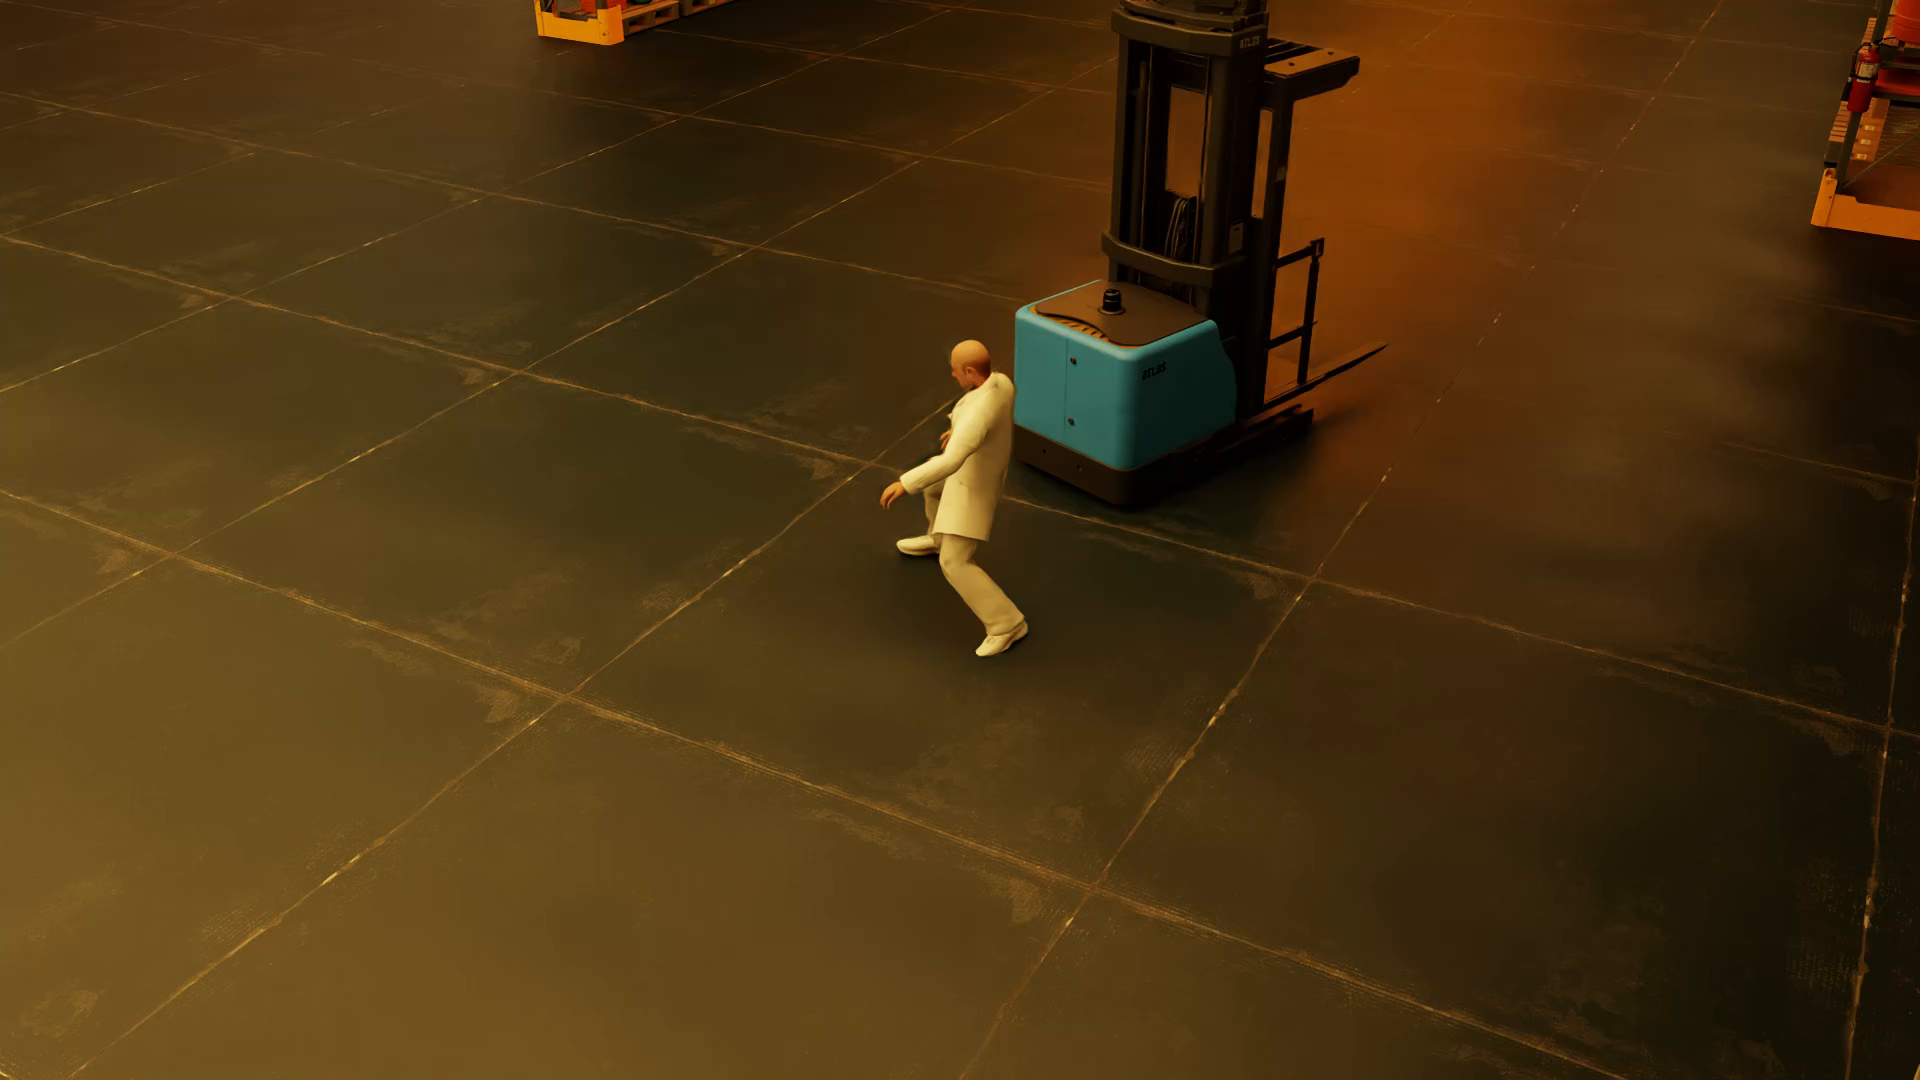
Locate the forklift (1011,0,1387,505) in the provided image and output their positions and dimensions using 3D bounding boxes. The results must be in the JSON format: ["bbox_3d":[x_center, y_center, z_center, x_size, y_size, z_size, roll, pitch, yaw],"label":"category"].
[{"bbox_3d":[1.752,-2.104,10.717,3.031,2.935,1.130,-25,38,-36],"label":"forklift"}]

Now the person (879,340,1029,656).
[{"bbox_3d":[-0.020,-0.325,9.028,0.967,1.634,1.032,9,31,15],"label":"person"}]
